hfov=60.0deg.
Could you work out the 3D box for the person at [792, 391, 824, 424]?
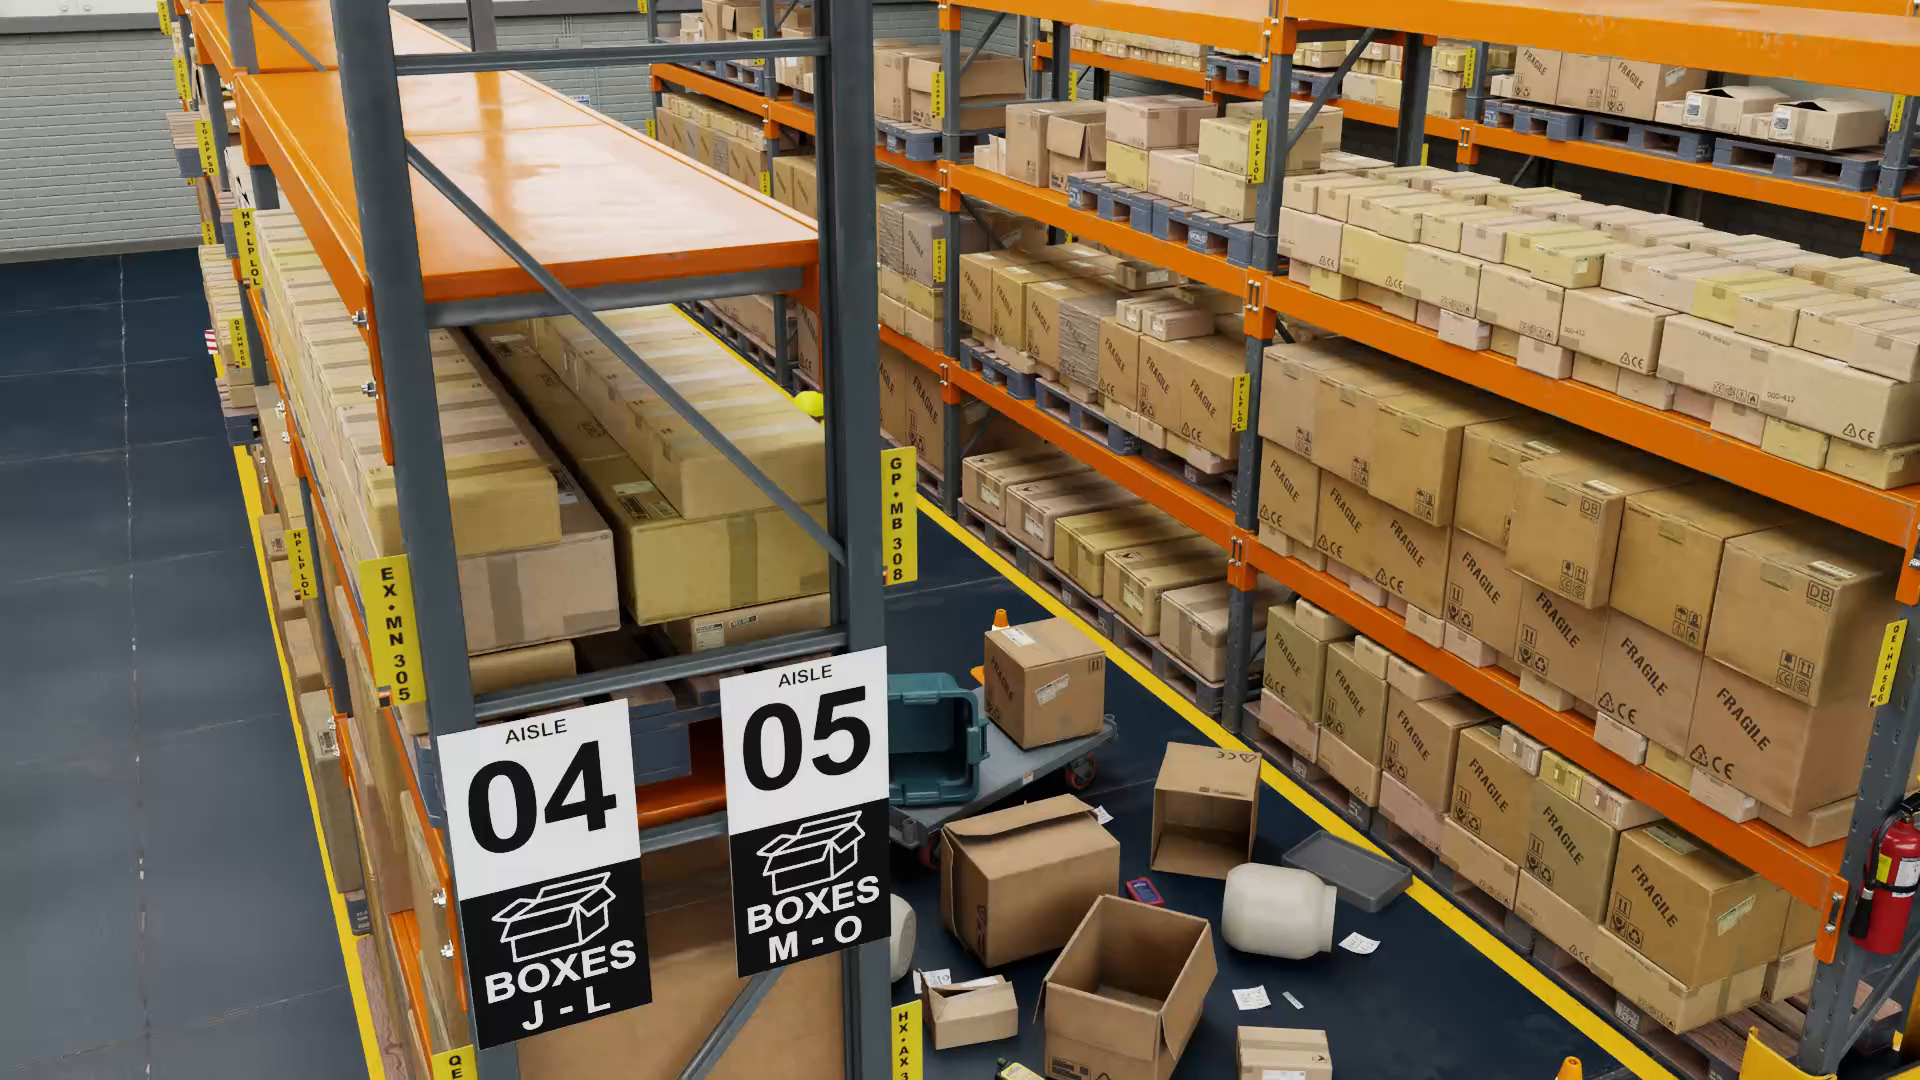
[{"bbox_3d":[-1.057,-0.106,10.816,0.541,1.770,0.548,-10,24,-24],"label":"person"}]
